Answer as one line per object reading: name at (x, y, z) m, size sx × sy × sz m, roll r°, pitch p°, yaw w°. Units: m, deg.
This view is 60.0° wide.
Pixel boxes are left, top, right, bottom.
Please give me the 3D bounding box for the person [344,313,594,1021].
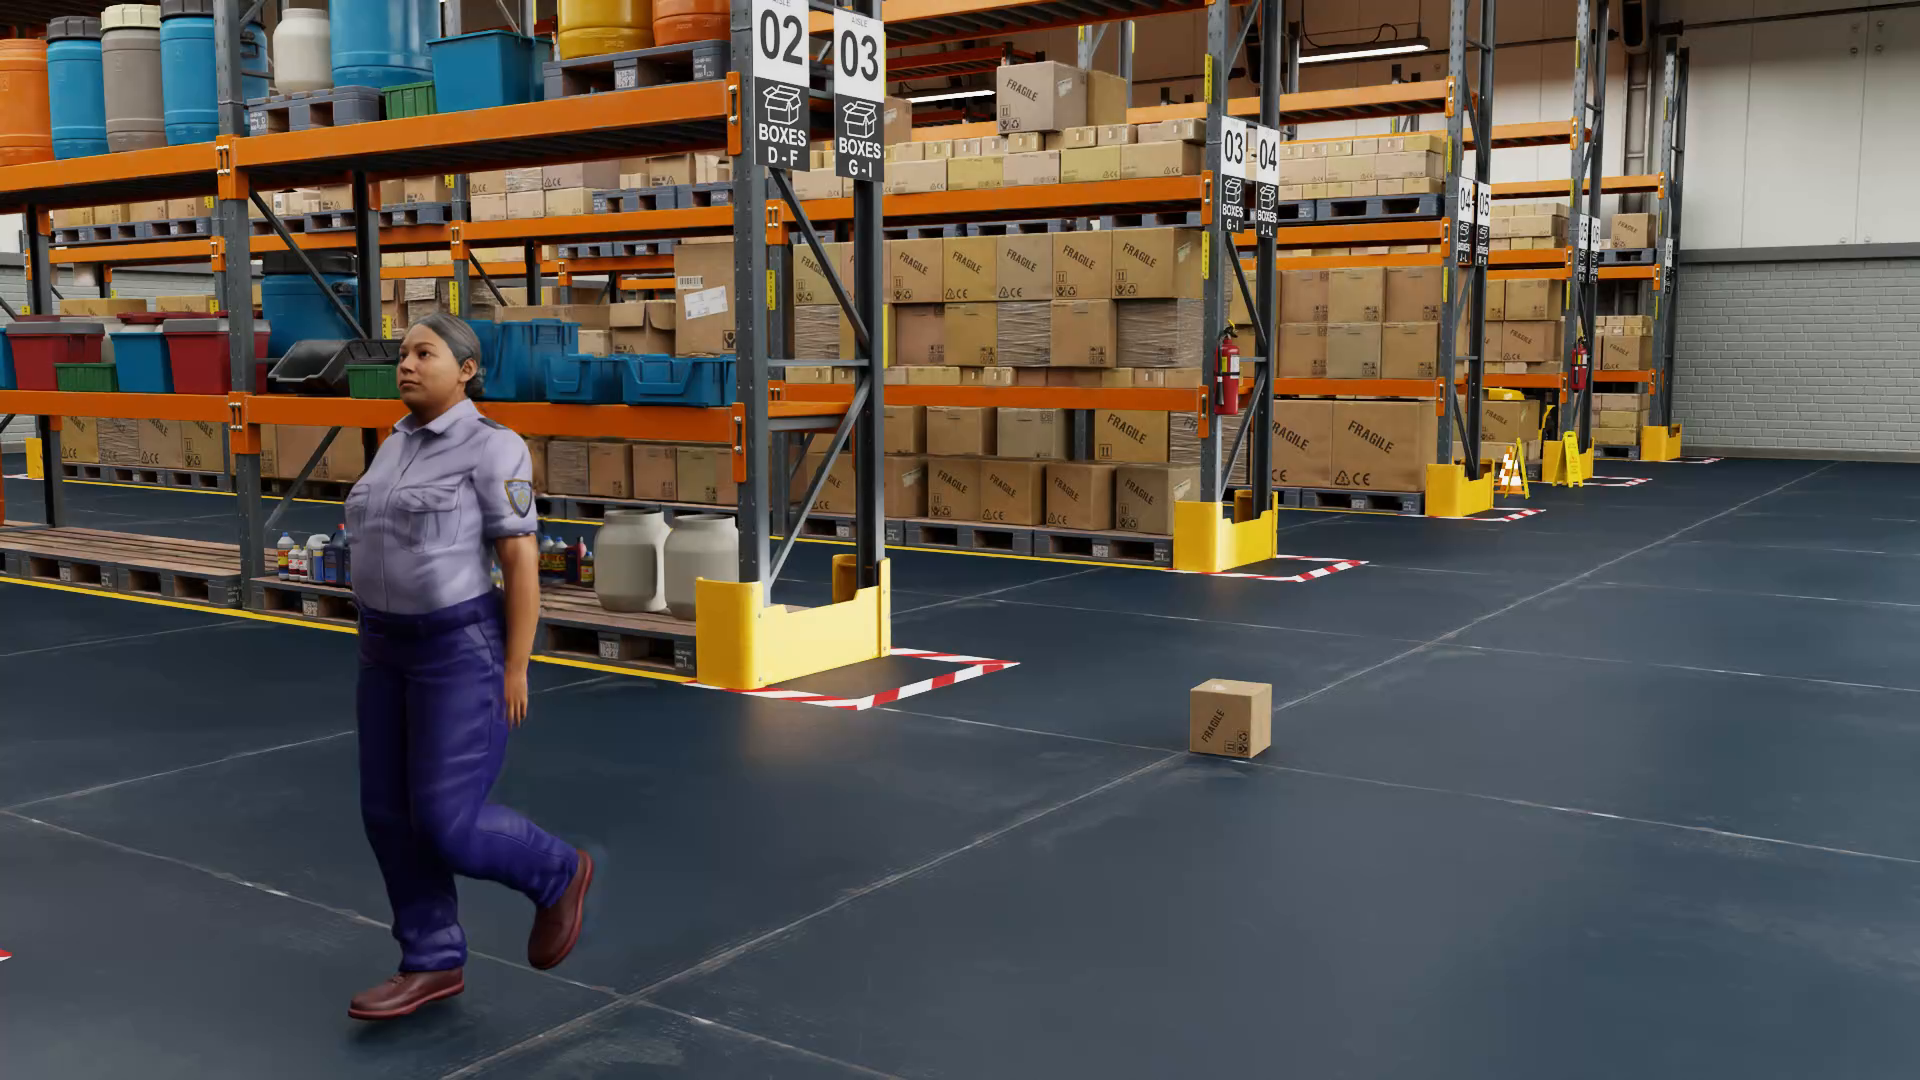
person at (-1.185, 0.286, 3.905) m, size 0.478 × 1.615 × 0.557 m, roll 4°, pitch 8°, yaw 34°
